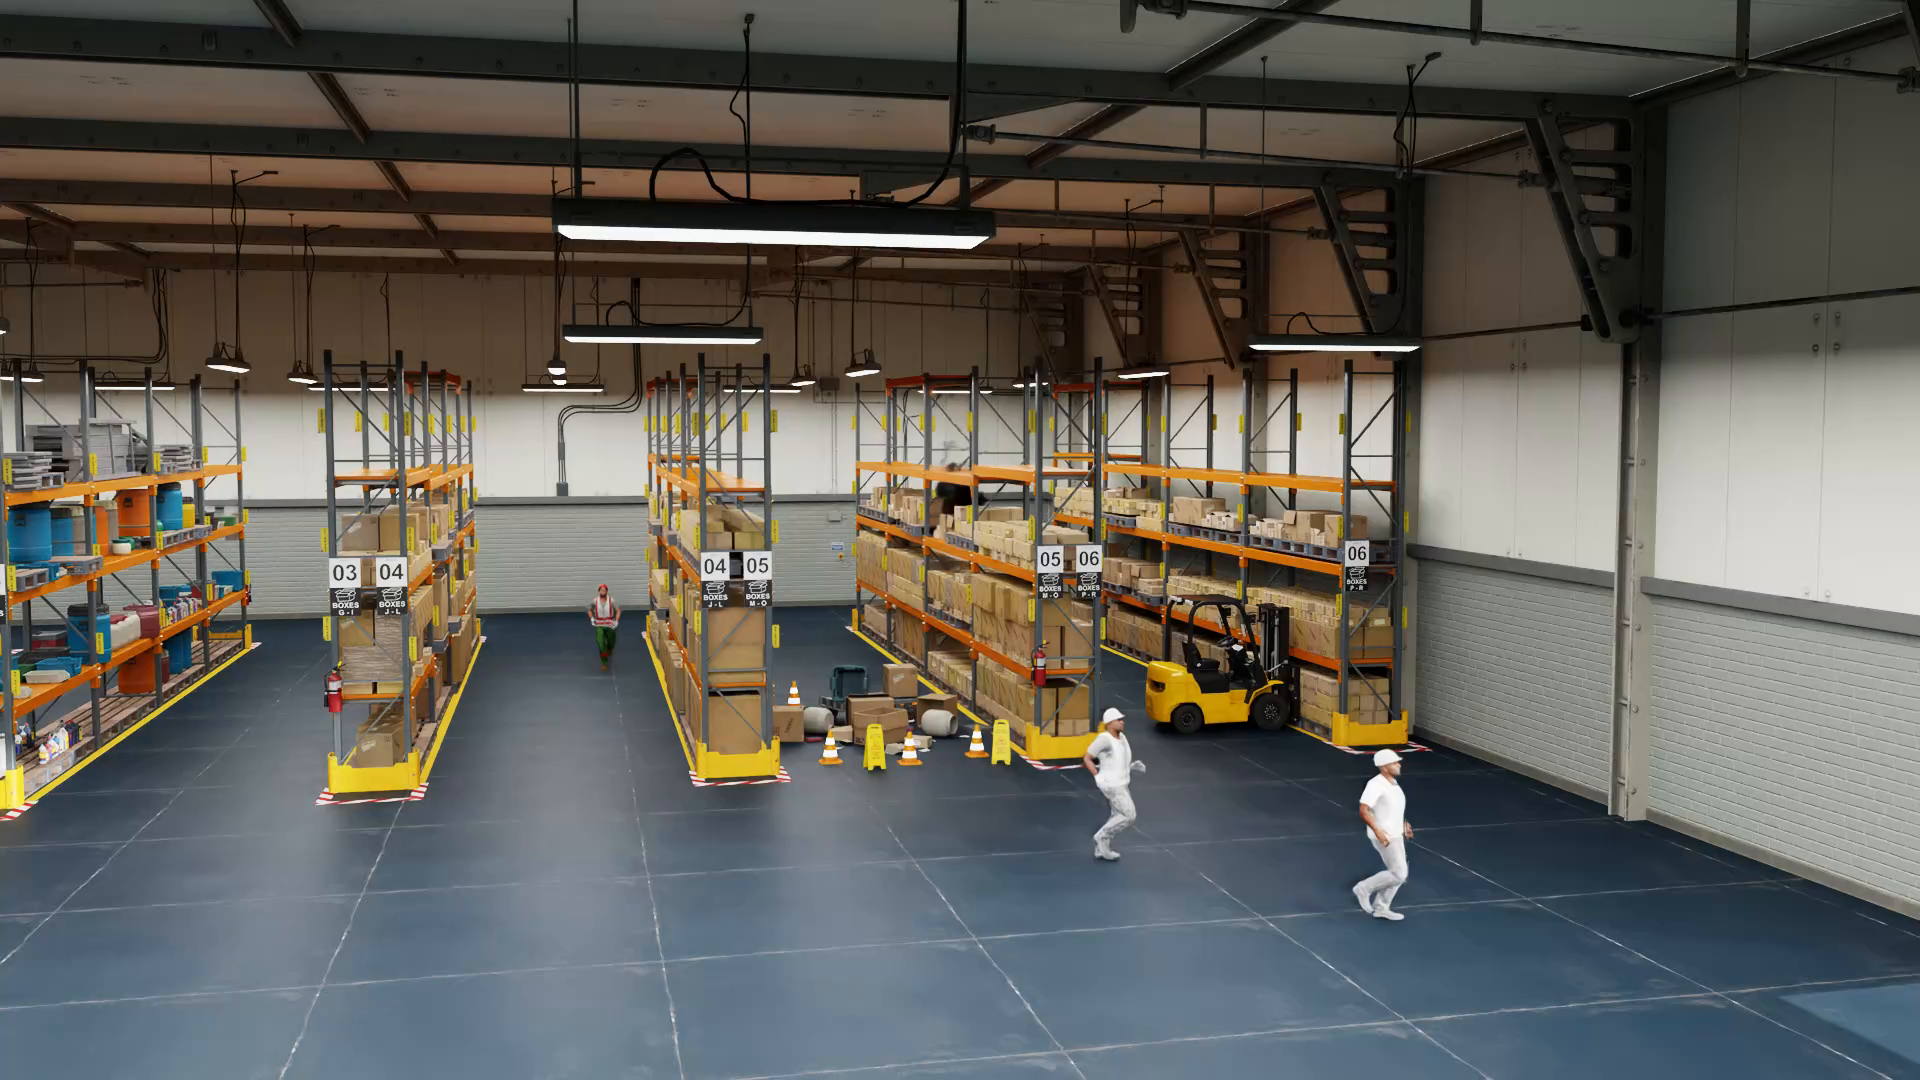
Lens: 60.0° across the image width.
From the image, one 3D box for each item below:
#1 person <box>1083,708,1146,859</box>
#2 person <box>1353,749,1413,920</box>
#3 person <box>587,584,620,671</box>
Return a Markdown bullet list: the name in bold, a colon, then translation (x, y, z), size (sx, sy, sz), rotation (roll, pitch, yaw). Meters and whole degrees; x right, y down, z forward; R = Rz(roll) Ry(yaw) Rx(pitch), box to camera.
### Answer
- **person**: translation (1.811, 2.795, 19.004), size (0.624, 1.737, 0.670), rotation (2, 4, 27)
- **person**: translation (4.275, 2.973, 16.801), size (0.546, 1.726, 0.693), rotation (3, 5, 32)
- **person**: translation (-7.308, 1.776, 34.171), size (0.661, 1.747, 0.871), rotation (-1, 4, -16)
